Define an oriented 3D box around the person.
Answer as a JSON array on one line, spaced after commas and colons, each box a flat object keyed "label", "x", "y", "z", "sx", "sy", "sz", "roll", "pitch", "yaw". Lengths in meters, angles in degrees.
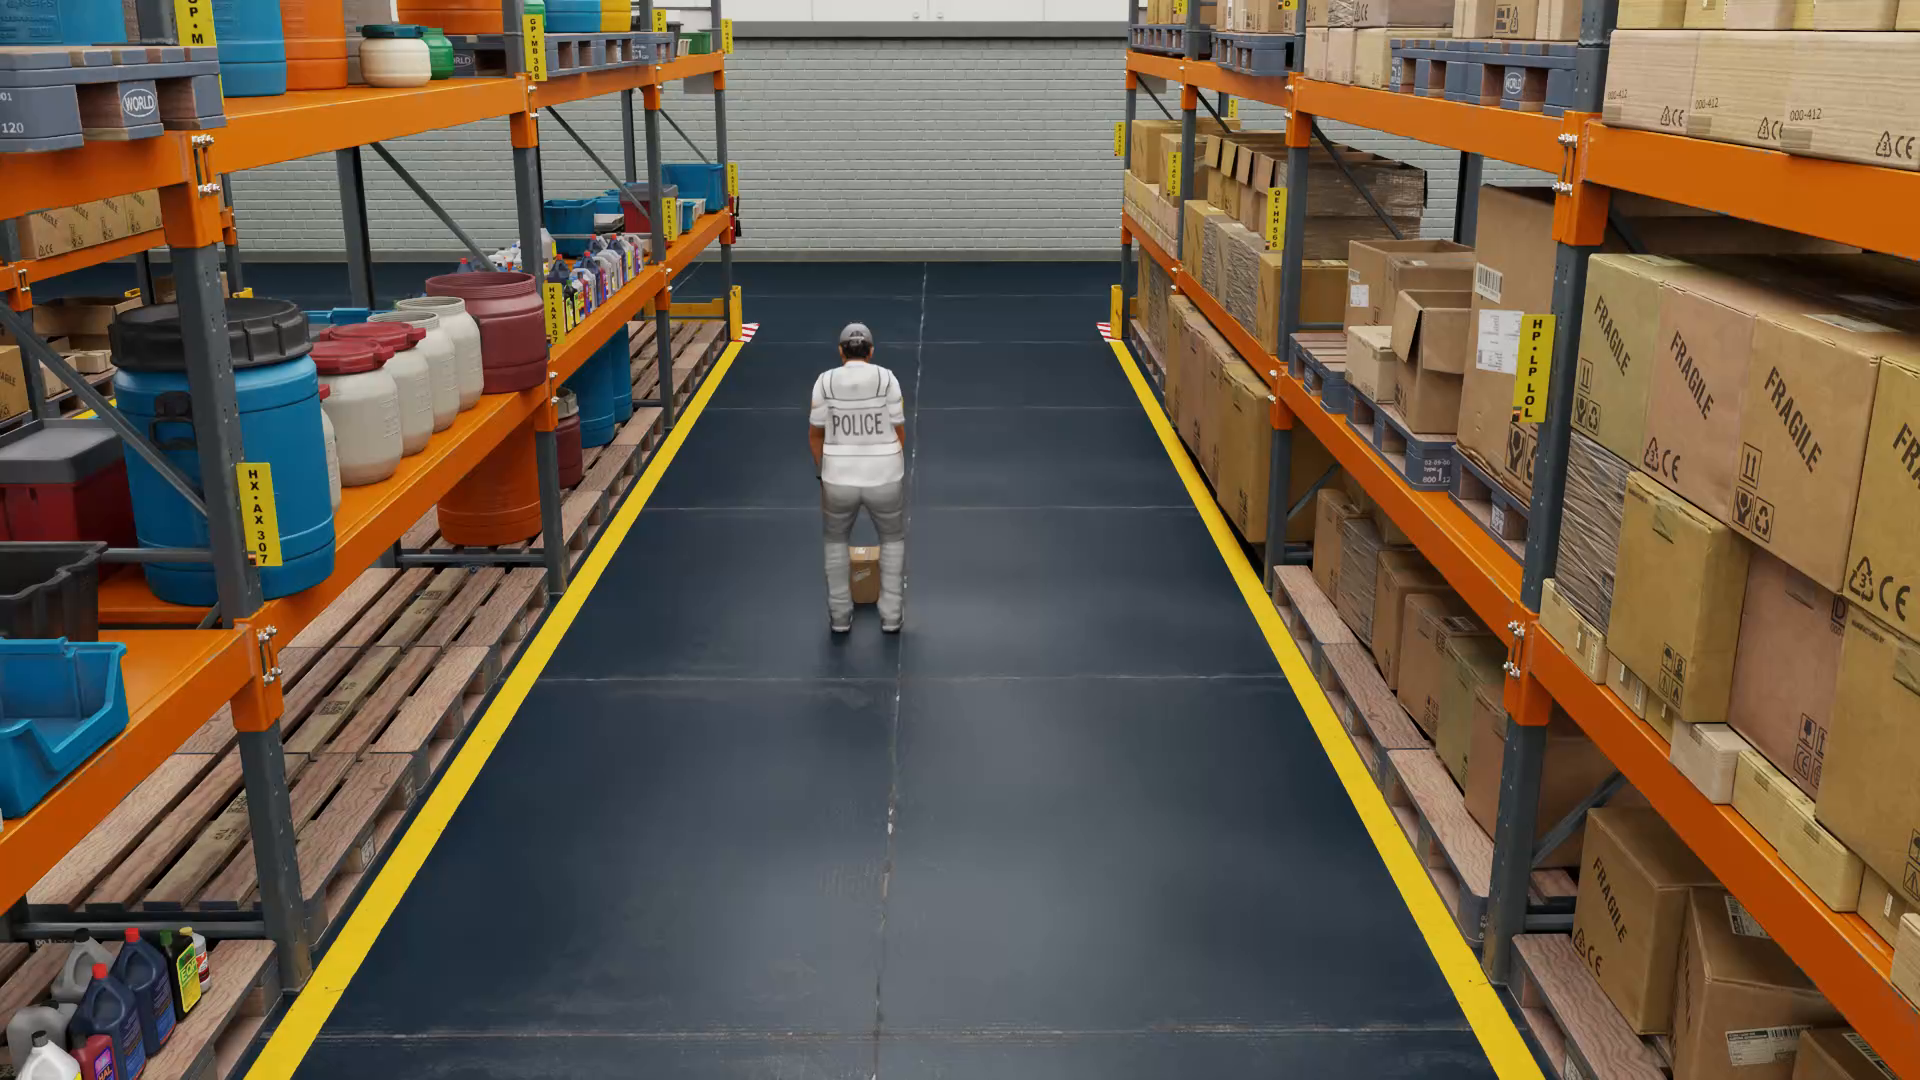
[{"label": "person", "x": -0.531, "y": -0.307, "z": 8.648, "sx": 0.500, "sy": 1.611, "sz": 0.496, "roll": 0, "pitch": 17, "yaw": 1}]
